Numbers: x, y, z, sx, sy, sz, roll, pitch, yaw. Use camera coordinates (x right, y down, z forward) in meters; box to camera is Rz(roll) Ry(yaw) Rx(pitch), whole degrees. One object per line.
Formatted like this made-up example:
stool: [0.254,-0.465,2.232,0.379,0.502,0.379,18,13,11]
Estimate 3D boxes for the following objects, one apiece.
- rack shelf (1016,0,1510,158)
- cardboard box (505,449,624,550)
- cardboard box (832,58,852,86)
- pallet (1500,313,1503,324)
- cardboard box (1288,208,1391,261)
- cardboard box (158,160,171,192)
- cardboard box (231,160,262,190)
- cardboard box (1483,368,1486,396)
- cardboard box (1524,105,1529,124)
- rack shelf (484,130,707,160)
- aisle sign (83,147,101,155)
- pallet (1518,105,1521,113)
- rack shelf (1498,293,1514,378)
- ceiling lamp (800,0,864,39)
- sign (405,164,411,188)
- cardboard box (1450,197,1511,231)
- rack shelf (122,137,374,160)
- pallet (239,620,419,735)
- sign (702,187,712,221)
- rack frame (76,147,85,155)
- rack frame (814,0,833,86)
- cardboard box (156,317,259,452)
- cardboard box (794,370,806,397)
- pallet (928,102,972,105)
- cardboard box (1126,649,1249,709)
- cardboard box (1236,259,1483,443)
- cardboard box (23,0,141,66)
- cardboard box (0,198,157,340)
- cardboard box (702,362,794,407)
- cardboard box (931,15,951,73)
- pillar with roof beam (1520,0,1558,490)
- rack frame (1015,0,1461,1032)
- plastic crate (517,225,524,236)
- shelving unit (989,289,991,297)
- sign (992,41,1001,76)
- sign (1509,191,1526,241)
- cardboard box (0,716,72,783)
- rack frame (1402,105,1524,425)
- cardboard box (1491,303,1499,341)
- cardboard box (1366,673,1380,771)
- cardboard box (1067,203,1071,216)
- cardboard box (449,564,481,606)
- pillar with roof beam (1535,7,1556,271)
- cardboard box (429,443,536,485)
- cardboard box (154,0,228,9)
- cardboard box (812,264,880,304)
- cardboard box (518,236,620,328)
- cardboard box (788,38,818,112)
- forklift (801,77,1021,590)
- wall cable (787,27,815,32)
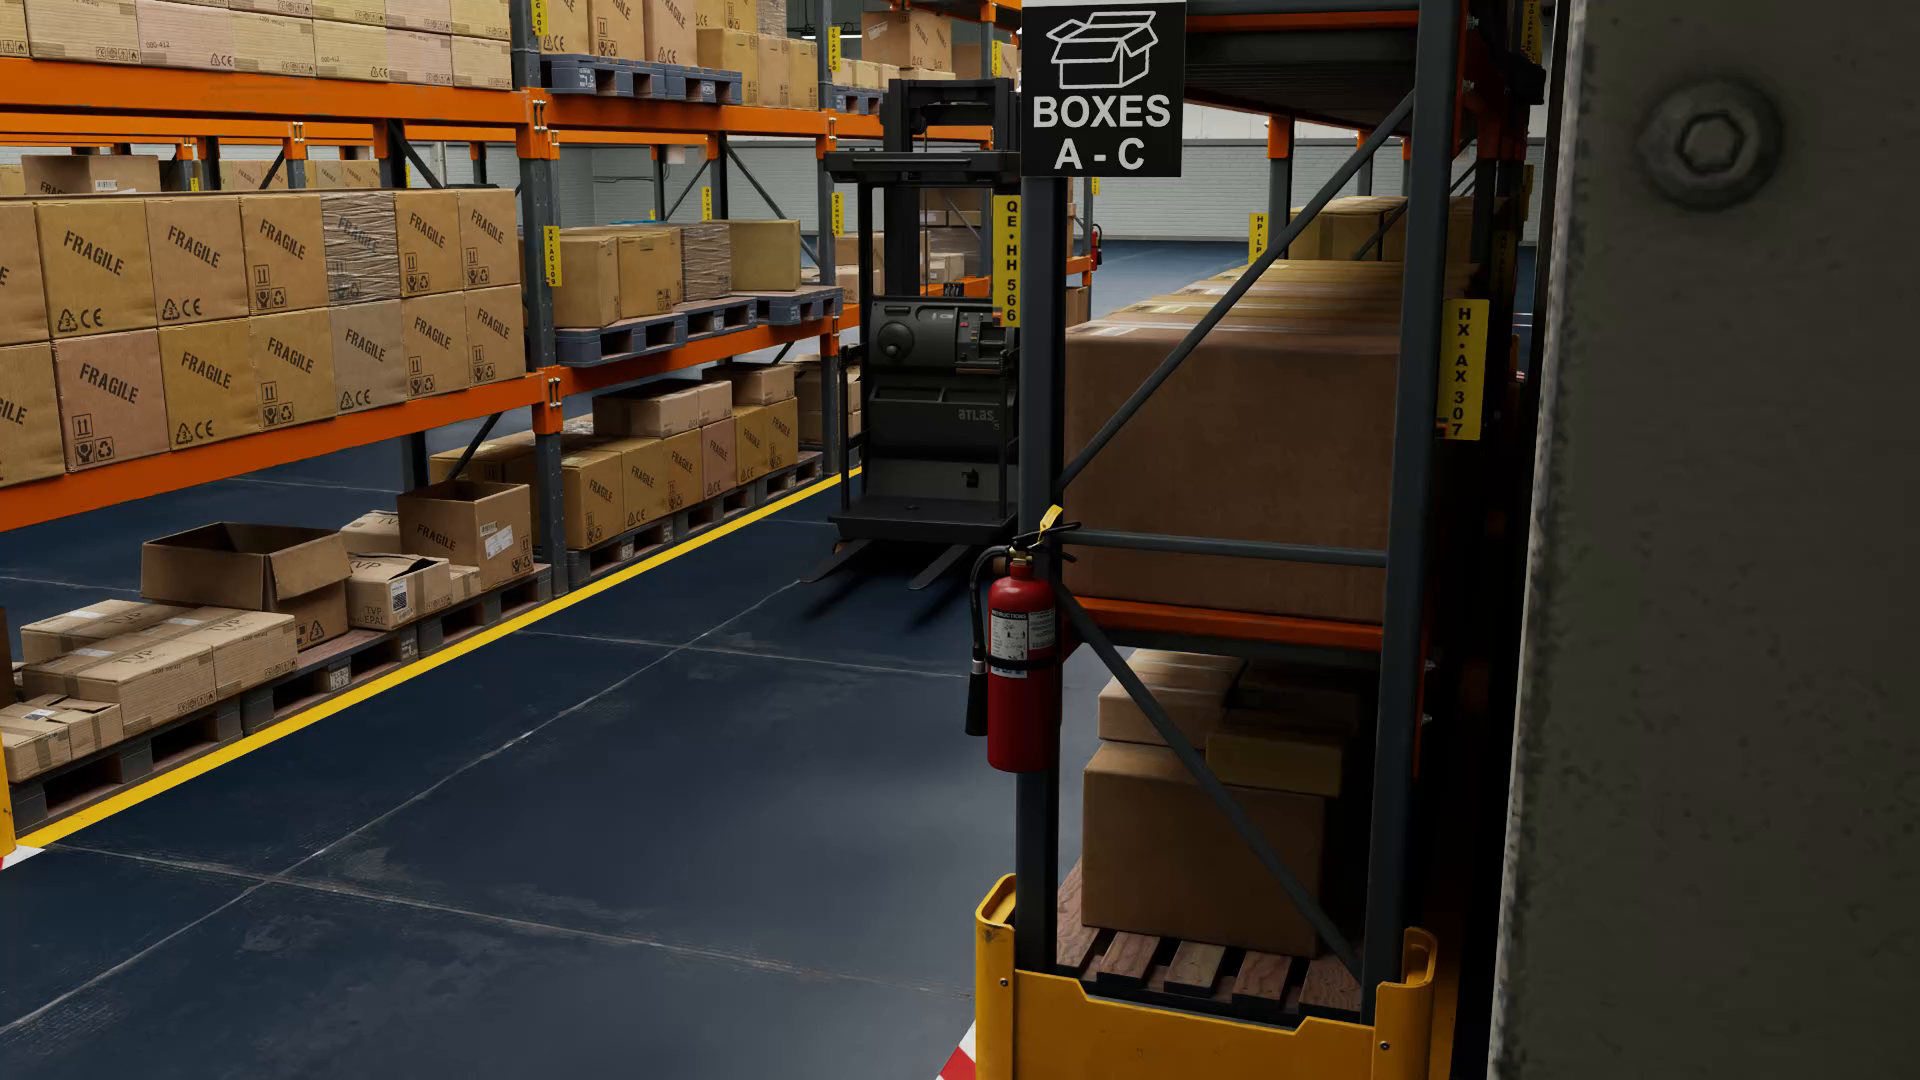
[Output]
rack shelf: [1.287,-1.508,5.729,1.077,0.370,4.000,4,14,18]
cardboard box: [-2.367,-0.253,9.985,0.500,0.500,0.500,4,13,16]
cardboard box: [-1.214,-3.821,13.638,0.500,0.250,0.500,5,14,20]
pallet: [3.358,-1.724,12.230,1.213,0.211,1.003,4,14,18]
cardboard box: [1.843,-1.503,8.209,0.500,0.250,0.500,5,14,20]
cardboard box: [-9.653,-4.367,20.241,0.500,0.500,0.500,4,14,18]
cardboard box: [-8.992,-4.435,20.536,0.500,0.500,0.500,4,14,18]
cardboard box: [2.425,-0.809,8.312,0.380,0.149,0.250,4,13,17]
cardboard box: [5.421,-4.430,16.648,0.500,0.500,0.500,5,14,22]
rack shelf: [-4.205,-4.748,19.924,1.077,0.370,4.000,4,14,18]
aisle sign: [-13.165,-6.096,25.114,0.394,0.787,0.004,4,14,18]
pallet: [3.889,-3.532,13.401,1.213,0.211,1.003,4,14,18]
rack shelf: [3.875,-1.730,13.443,1.077,0.370,4.000,4,14,18]
ceiling lamp: [-3.454,-15.802,46.879,2.000,3.185,0.800,4,14,18]
sign: [-7.725,-5.088,23.227,0.100,0.325,0.005,4,14,18]
cardboard box: [3.327,-2.114,10.888,0.500,0.250,0.500,5,14,20]
rack shelf: [-8.891,-5.104,21.486,1.077,0.370,4.000,4,14,18]
pallet: [-3.371,0.589,7.935,1.003,0.211,1.213,4,14,18]
sign: [-1.986,-2.619,13.120,0.100,0.325,0.005,4,14,18]
rack frame: [-12.904,-4.792,25.243,1.000,3.000,0.127,4,14,18]
rack frame: [-1.460,-4.940,12.409,1.000,3.000,0.127,4,14,18]
cardboard box: [-3.329,-0.669,6.952,0.500,0.500,0.500,4,14,18]
cardboard box: [-1.524,-1.281,13.834,0.500,0.311,0.500,5,14,20]
pallet: [-0.439,-4.040,15.636,0.805,0.209,1.217,4,13,16]
cardboard box: [0.723,0.474,5.386,0.380,0.149,0.250,5,14,20]
cardboard box: [1.743,-0.850,7.299,0.980,0.700,0.700,5,14,19]
cardboard box: [-3.468,-1.914,6.231,0.500,0.250,0.500,4,14,18]
cardboard box: [-3.494,-1.052,6.385,0.500,0.500,0.500,5,14,19]
cardboard box: [-1.555,-1.151,12.232,0.500,0.250,0.500,5,14,21]
cardboard box: [-0.403,-4.690,15.763,0.500,0.500,0.500,5,14,19]
pillar with roof beam: [0.394,-5.106,13.134,9.100,9.000,0.400,4,14,18]
rack frame: [0.640,0.025,4.138,1.000,3.000,0.127,4,14,18]
plastic crate: [-4.719,-3.122,17.782,0.402,0.464,0.583,4,14,18]
shelving unit: [0.334,-1.042,12.183,0.538,1.500,1.048,3,13,14]
sign: [0.351,-4.688,16.178,0.100,0.325,0.005,4,14,18]
sign: [3.754,-2.185,11.217,0.100,0.325,0.005,4,14,18]
cardboard box: [-3.588,0.781,6.243,0.380,0.149,0.250,4,14,18]
rack frame: [4.522,-2.502,15.208,1.000,3.000,0.127,4,14,18]
cardboard box: [2.825,-1.423,9.545,0.500,0.500,0.500,5,14,20]
cardboard box: [1.261,0.560,6.466,0.700,0.500,0.500,5,14,20]
cardboard box: [1.102,-3.915,19.719,0.380,0.149,0.250,5,14,20]
cardboard box: [-2.735,0.226,8.675,0.380,0.149,0.250,4,14,18]
pillar with roof beam: [8.159,-10.159,35.274,9.100,9.000,0.400,4,14,18]
cardboard box: [-2.866,-0.293,10.162,0.500,0.500,0.500,4,14,18]
cardboard box: [-3.312,-2.264,6.638,0.500,0.250,0.500,4,14,18]
cardboard box: [-0.988,-2.146,13.851,0.500,0.311,0.500,4,14,18]
cardboard box: [-2.389,-1.510,9.695,0.700,0.500,0.500,0,13,-1]
cardboard box: [-1.569,-3.432,12.319,0.910,0.500,0.500,4,14,18]
forklift: [-0.158,-1.294,10.072,1.130,2.935,3.031,3,13,14]
wall cable: [-5.998,-17.917,54.671,3.097,2.526,0.112,4,14,18]
